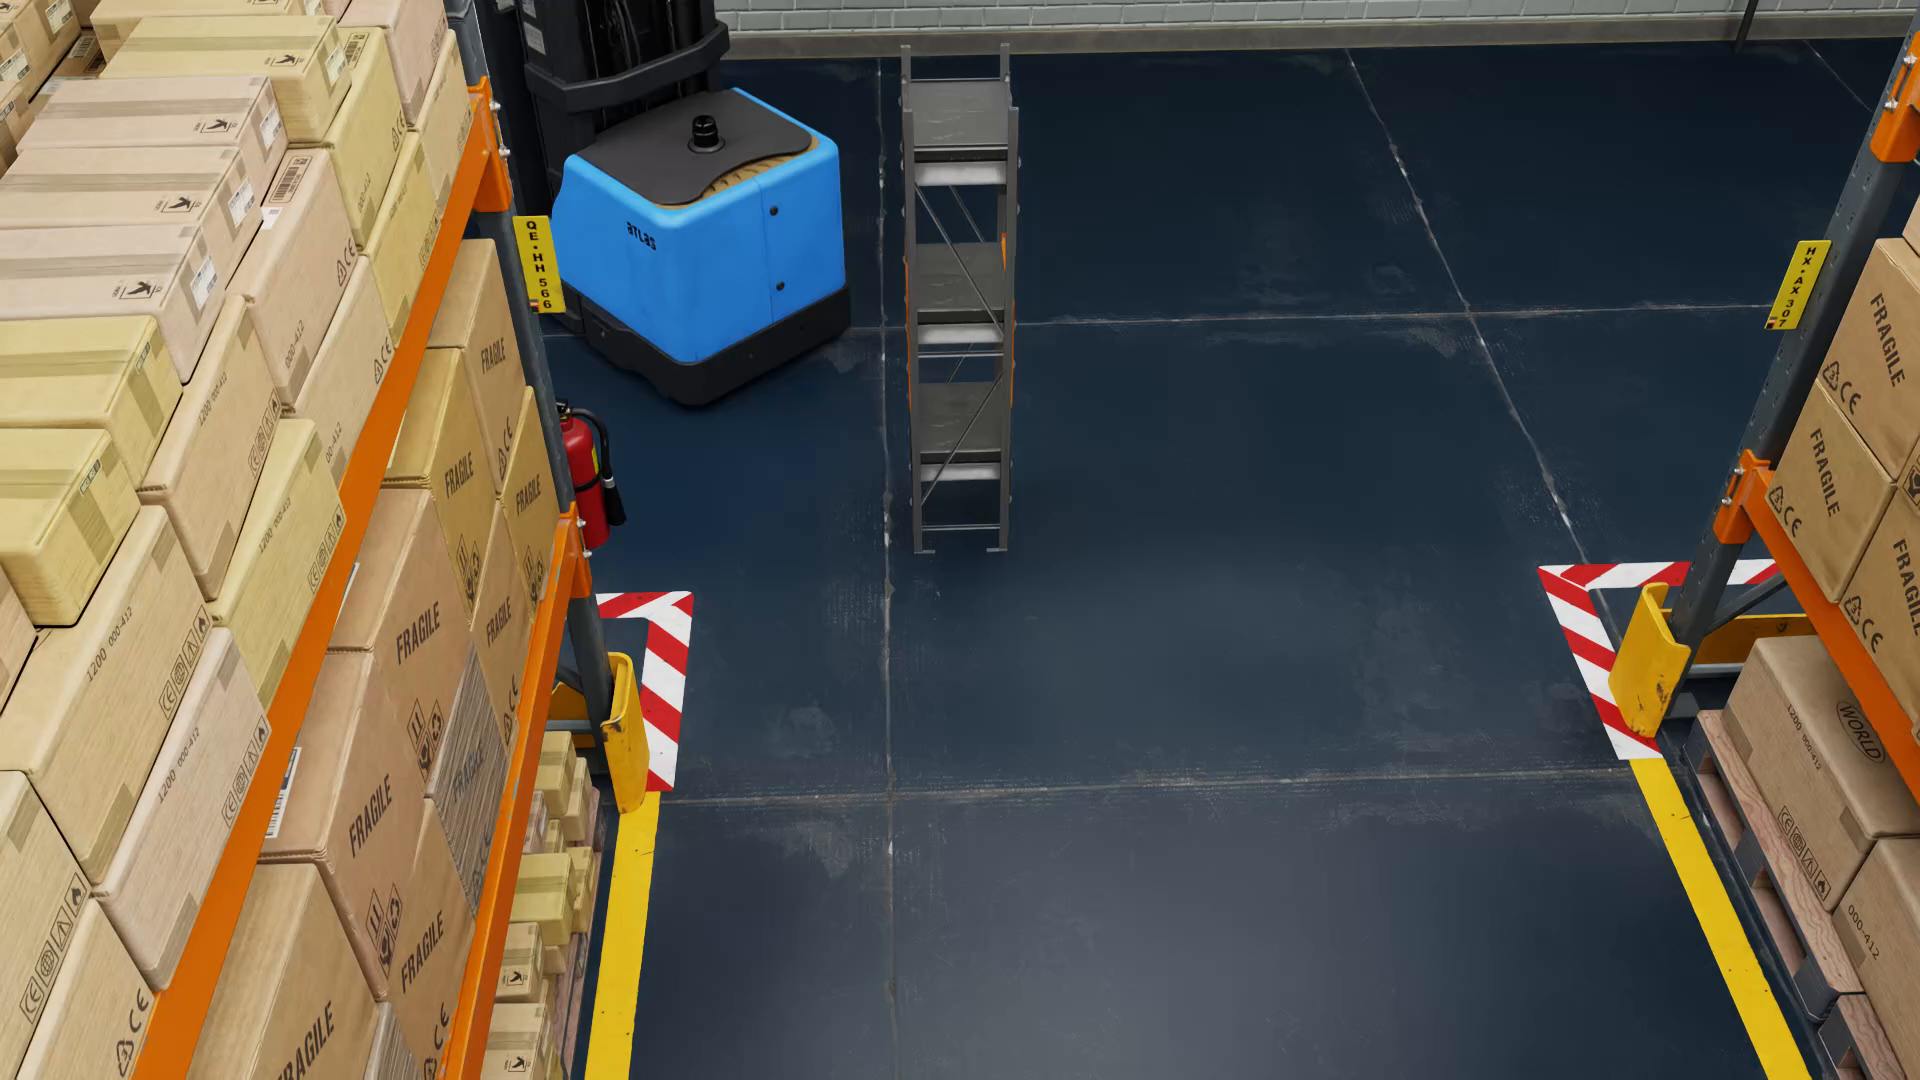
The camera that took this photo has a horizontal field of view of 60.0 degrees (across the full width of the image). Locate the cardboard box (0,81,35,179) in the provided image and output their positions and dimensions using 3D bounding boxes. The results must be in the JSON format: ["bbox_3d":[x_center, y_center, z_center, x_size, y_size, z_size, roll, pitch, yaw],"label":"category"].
[{"bbox_3d":[-1.925,-0.711,3.032,0.380,0.149,0.250,-1,43,-1],"label":"cardboard box"}]

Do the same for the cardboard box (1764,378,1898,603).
[{"bbox_3d":[2.906,-0.162,5.133,0.500,0.500,0.500,-2,43,-2],"label":"cardboard box"}]

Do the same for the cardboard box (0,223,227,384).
[{"bbox_3d":[-1.418,-0.374,2.664,0.380,0.149,0.250,-3,43,-3],"label":"cardboard box"}]

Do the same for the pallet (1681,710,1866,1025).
[{"bbox_3d":[3.284,1.108,5.885,1.003,0.211,1.213,-2,43,-2],"label":"pallet"}]

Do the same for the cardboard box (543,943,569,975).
[{"bbox_3d":[-1.438,1.238,5.259,0.380,0.149,0.250,-3,43,-4],"label":"cardboard box"}]

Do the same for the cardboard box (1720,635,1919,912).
[{"bbox_3d":[3.300,0.775,5.770,0.875,0.438,0.875,-3,43,-3],"label":"cardboard box"}]

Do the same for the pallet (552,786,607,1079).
[{"bbox_3d":[-1.767,1.381,5.587,1.003,0.211,1.213,-2,43,-2],"label":"pallet"}]

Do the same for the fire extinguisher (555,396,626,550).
[{"bbox_3d":[-1.319,-0.265,5.652,0.296,0.674,0.183,-2,43,-2],"label":"fire extinguisher"}]

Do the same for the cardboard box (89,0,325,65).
[{"bbox_3d":[-1.537,-1.071,3.424,0.380,0.149,0.250,-3,43,-3],"label":"cardboard box"}]

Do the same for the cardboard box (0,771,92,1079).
[{"bbox_3d":[-1.397,0.550,1.952,0.500,0.250,0.500,-2,43,-2],"label":"cardboard box"}]

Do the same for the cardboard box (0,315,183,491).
[{"bbox_3d":[-1.402,-0.197,2.471,0.380,0.149,0.250,-3,43,-3],"label":"cardboard box"}]

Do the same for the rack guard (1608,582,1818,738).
[{"bbox_3d":[3.171,0.447,6.392,1.175,0.500,0.348,-2,43,-2],"label":"rack guard"}]

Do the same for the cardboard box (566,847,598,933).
[{"bbox_3d":[-1.426,1.169,5.554,0.380,0.149,0.250,0,43,0],"label":"cardboard box"}]

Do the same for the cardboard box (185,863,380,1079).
[{"bbox_3d":[-1.403,0.936,2.975,0.500,0.500,0.500,-1,43,-1],"label":"cardboard box"}]

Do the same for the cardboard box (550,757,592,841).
[{"bbox_3d":[-1.462,0.887,5.641,0.380,0.149,0.250,-3,43,-3],"label":"cardboard box"}]

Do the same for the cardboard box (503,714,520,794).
[{"bbox_3d":[-1.440,0.567,4.598,0.380,0.149,0.250,-1,43,-1],"label":"cardboard box"}]

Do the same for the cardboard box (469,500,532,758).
[{"bbox_3d":[-1.476,0.250,4.463,0.500,0.500,0.500,-2,43,-2],"label":"cardboard box"}]

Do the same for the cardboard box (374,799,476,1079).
[{"bbox_3d":[-1.434,0.929,3.723,0.500,0.500,0.500,0,43,0],"label":"cardboard box"}]

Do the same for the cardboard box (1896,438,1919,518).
[{"bbox_3d":[2.937,-0.182,4.415,0.500,0.500,0.500,-3,43,-3],"label":"cardboard box"}]

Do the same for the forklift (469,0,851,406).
[{"bbox_3d":[-1.928,-2.614,7.932,1.130,2.935,3.031,-33,52,-31],"label":"forklift"}]

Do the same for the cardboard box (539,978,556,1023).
[{"bbox_3d":[-1.478,1.516,5.175,0.380,0.149,0.250,-1,43,-1],"label":"cardboard box"}]

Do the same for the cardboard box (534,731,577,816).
[{"bbox_3d":[-1.494,0.779,5.539,0.380,0.149,0.250,-1,43,-1],"label":"cardboard box"}]

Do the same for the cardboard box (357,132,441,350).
[{"bbox_3d":[-1.457,-0.654,3.635,0.500,0.250,0.500,-2,43,-2],"label":"cardboard box"}]

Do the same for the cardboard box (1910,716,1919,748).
[{"bbox_3d":[2.958,0.522,4.386,0.500,0.500,0.500,-2,43,-2],"label":"cardboard box"}]

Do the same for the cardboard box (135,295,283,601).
[{"bbox_3d":[-1.444,-0.147,2.711,0.500,0.250,0.500,-3,43,-4],"label":"cardboard box"}]

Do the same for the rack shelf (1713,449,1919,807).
[{"bbox_3d":[3.257,1.158,4.300,1.077,0.370,4.000,-2,43,-2],"label":"rack shelf"}]

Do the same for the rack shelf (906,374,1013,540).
[{"bbox_3d":[-0.007,-0.360,7.145,0.431,0.518,0.480,-2,43,-2],"label":"rack shelf"}]

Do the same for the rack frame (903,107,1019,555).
[{"bbox_3d":[0.003,-0.721,6.483,0.400,2.100,0.015,-2,43,-2],"label":"rack frame"}]

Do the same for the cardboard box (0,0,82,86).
[{"bbox_3d":[-2.052,-1.046,3.397,0.380,0.149,0.250,-2,43,-2],"label":"cardboard box"}]

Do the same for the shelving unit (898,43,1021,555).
[{"bbox_3d":[-0.007,-0.886,6.662,0.431,2.100,0.503,-2,43,-2],"label":"shelving unit"}]

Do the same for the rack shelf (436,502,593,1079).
[{"bbox_3d":[-1.684,1.368,4.070,1.077,0.370,4.000,-2,43,-2],"label":"rack shelf"}]

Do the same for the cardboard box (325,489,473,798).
[{"bbox_3d":[-1.449,0.232,3.743,0.500,0.500,0.500,0,43,0],"label":"cardboard box"}]

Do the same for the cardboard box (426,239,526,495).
[{"bbox_3d":[-1.501,-0.461,4.499,0.500,0.500,0.500,-2,43,-3],"label":"cardboard box"}]

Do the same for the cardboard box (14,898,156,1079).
[{"bbox_3d":[-1.386,0.744,2.109,0.500,0.250,0.500,-2,43,-2],"label":"cardboard box"}]

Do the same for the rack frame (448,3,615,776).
[{"bbox_3d":[-1.769,-0.247,5.300,1.000,3.000,0.127,-2,43,-2],"label":"rack frame"}]

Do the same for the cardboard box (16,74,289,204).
[{"bbox_3d":[-1.467,-0.723,3.045,0.380,0.149,0.250,-3,43,-3],"label":"cardboard box"}]

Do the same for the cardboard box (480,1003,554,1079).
[{"bbox_3d":[-1.388,1.478,4.776,0.380,0.149,0.250,0,43,0],"label":"cardboard box"}]

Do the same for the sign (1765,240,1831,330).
[{"bbox_3d":[2.617,-0.794,5.197,0.100,0.325,0.005,-2,43,-2],"label":"sign"}]

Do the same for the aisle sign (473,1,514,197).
[{"bbox_3d":[-1.473,-1.264,4.485,0.394,0.787,0.004,-2,43,-2],"label":"aisle sign"}]

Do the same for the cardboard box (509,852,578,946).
[{"bbox_3d":[-1.402,1.122,5.165,0.380,0.149,0.250,-3,43,-3],"label":"cardboard box"}]

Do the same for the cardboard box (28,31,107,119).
[{"bbox_3d":[-1.987,-0.826,3.452,0.500,0.250,0.500,-2,43,-2],"label":"cardboard box"}]

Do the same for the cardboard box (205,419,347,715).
[{"bbox_3d":[-1.407,0.039,2.878,0.500,0.250,0.500,0,43,0],"label":"cardboard box"}]

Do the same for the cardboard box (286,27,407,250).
[{"bbox_3d":[-1.473,-0.833,3.460,0.500,0.250,0.500,-3,43,-3],"label":"cardboard box"}]
